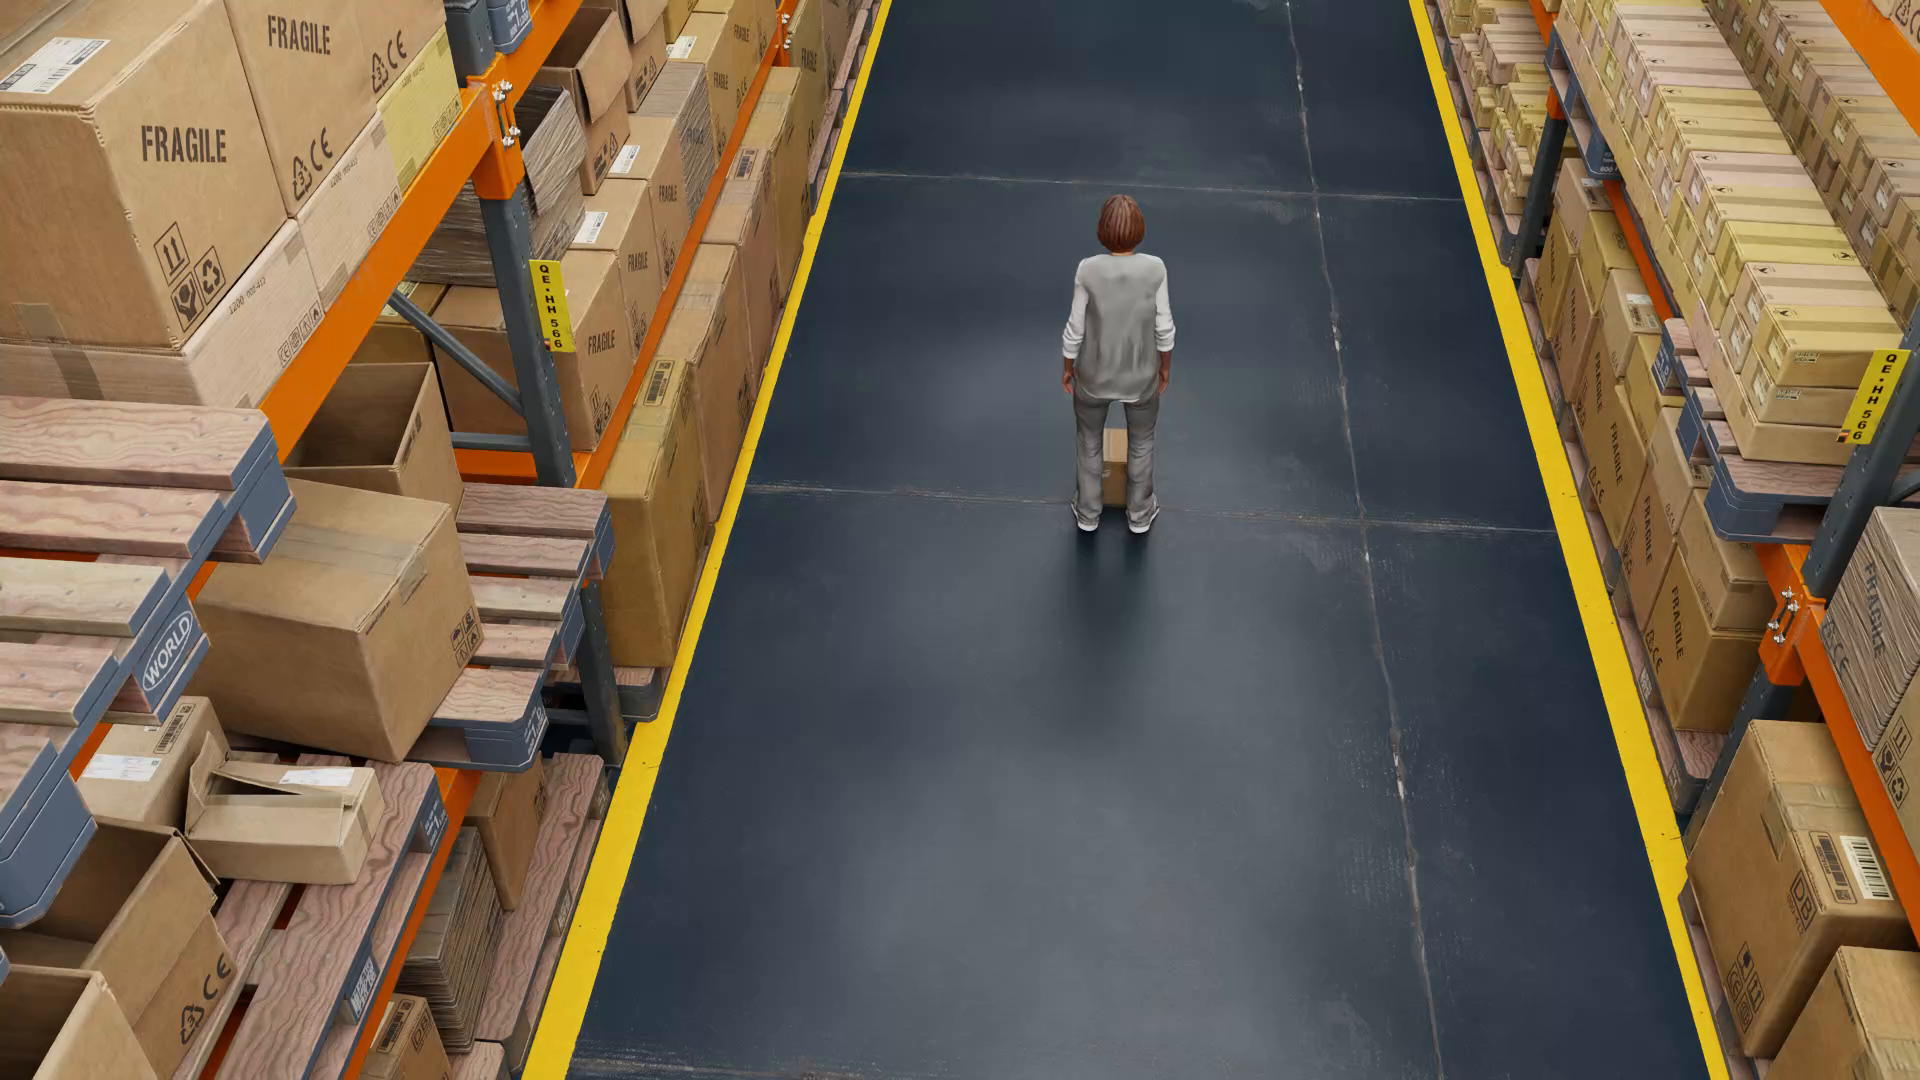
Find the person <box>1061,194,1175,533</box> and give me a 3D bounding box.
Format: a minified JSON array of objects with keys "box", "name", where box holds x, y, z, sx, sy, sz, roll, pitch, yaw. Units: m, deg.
[{"box":[0.658,-0.691,6.972,0.481,1.592,0.348,1,41,1],"name":"person"}]
